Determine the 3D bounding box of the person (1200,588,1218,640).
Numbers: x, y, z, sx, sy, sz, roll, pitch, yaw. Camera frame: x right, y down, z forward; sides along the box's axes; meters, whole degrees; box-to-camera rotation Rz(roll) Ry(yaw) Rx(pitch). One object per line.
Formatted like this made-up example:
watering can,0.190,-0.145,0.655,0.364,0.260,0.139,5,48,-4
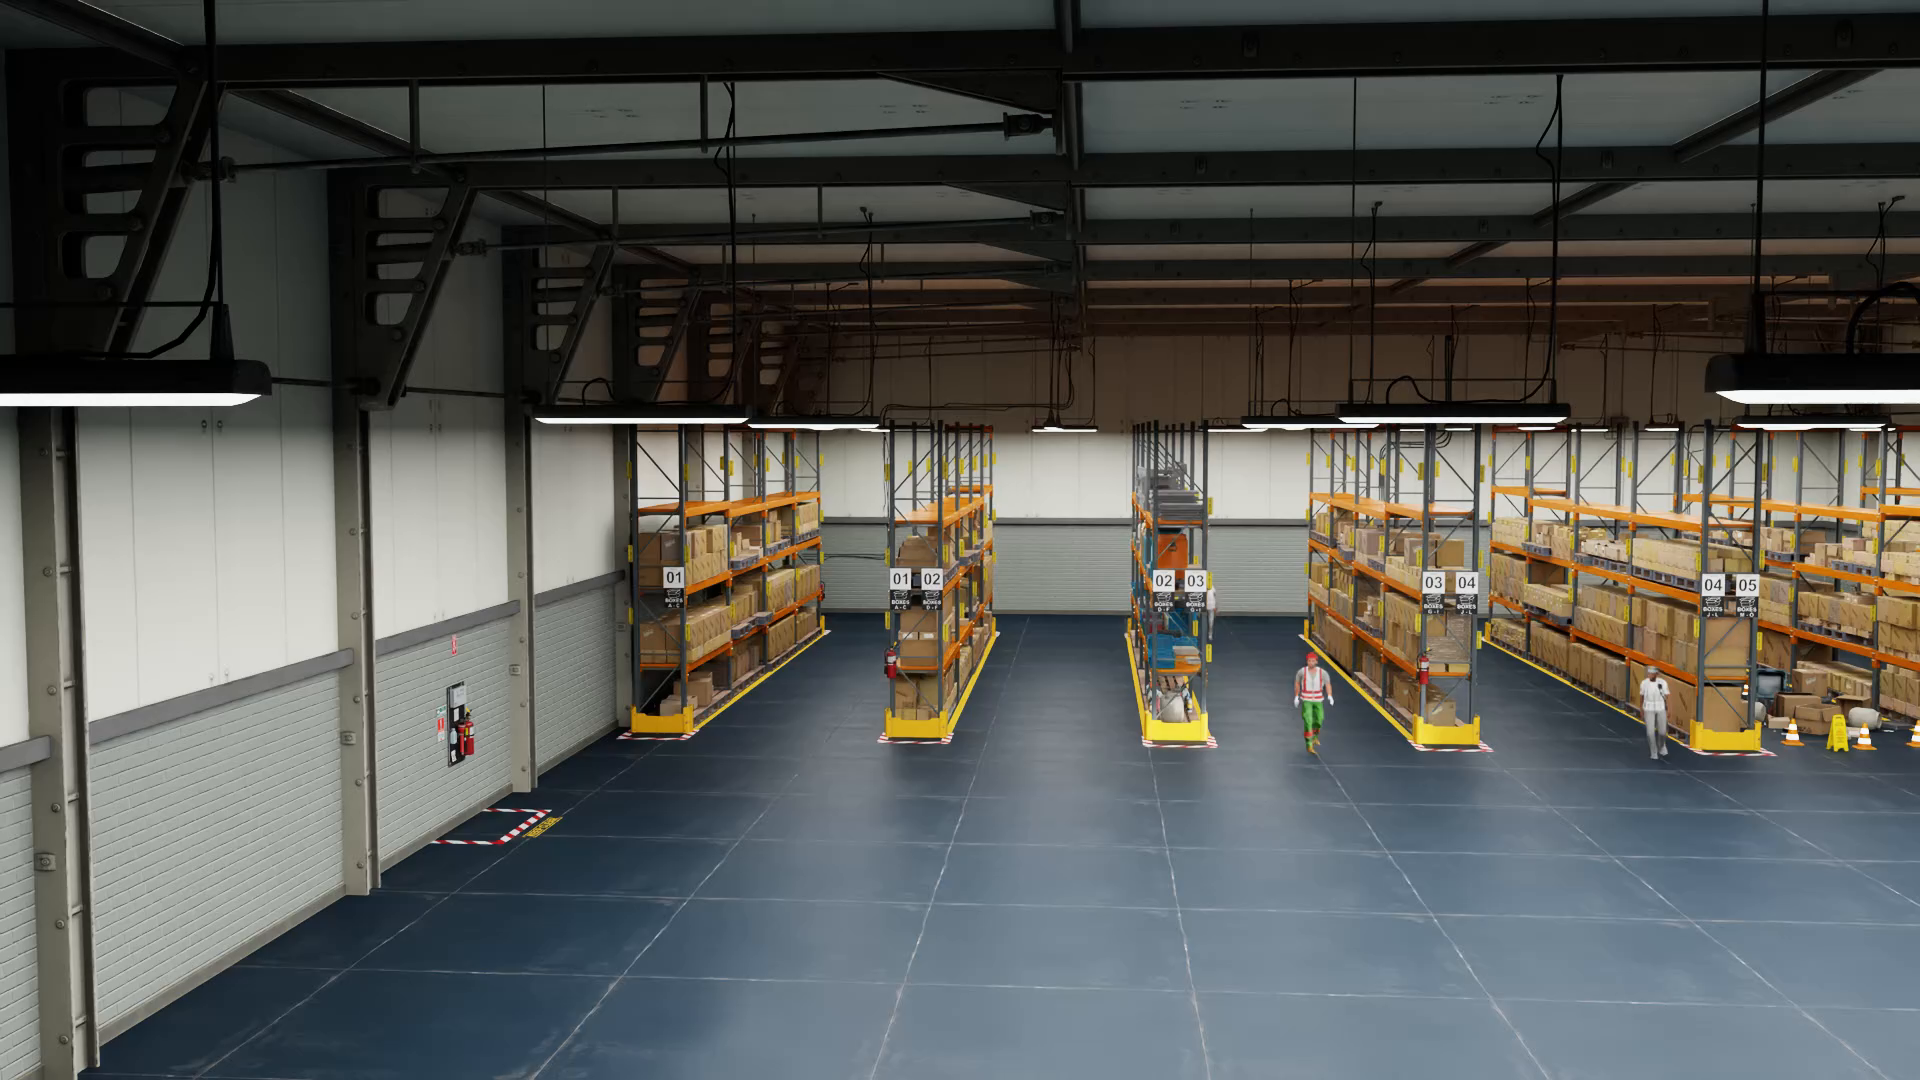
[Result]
person,6.918,1.903,46.516,0.618,1.712,1.069,0,4,7

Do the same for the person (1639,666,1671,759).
person,12.346,3.033,29.542,0.522,1.658,0.506,2,4,24

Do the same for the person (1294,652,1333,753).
person,6.400,2.921,30.115,0.645,1.782,0.827,0,4,5
